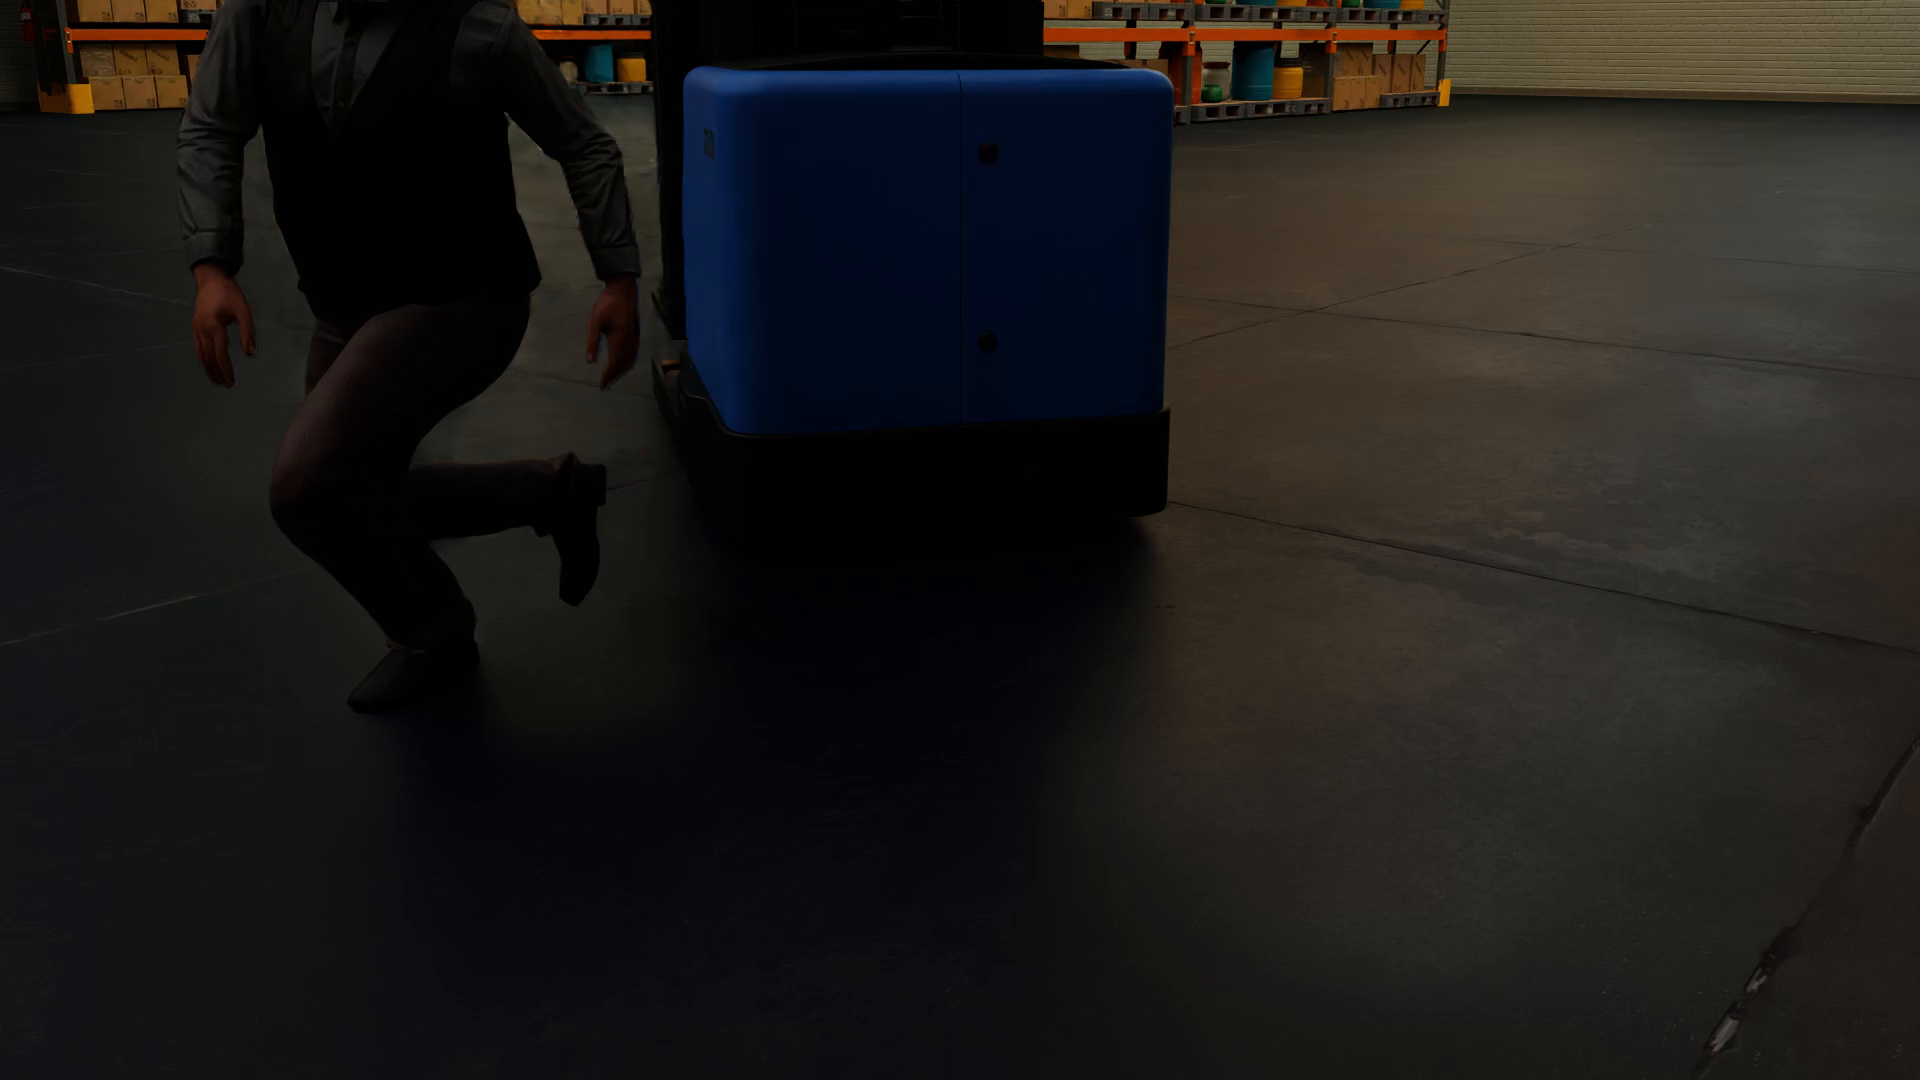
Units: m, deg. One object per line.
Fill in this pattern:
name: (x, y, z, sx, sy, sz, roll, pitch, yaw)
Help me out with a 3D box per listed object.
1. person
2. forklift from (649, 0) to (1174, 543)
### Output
person: (-0.908, -0.460, 2.947, 0.627, 1.502, 0.806, 9, 19, 28)
forklift: (-0.364, -1.785, 4.774, 1.130, 2.935, 3.031, -4, 17, -14)
